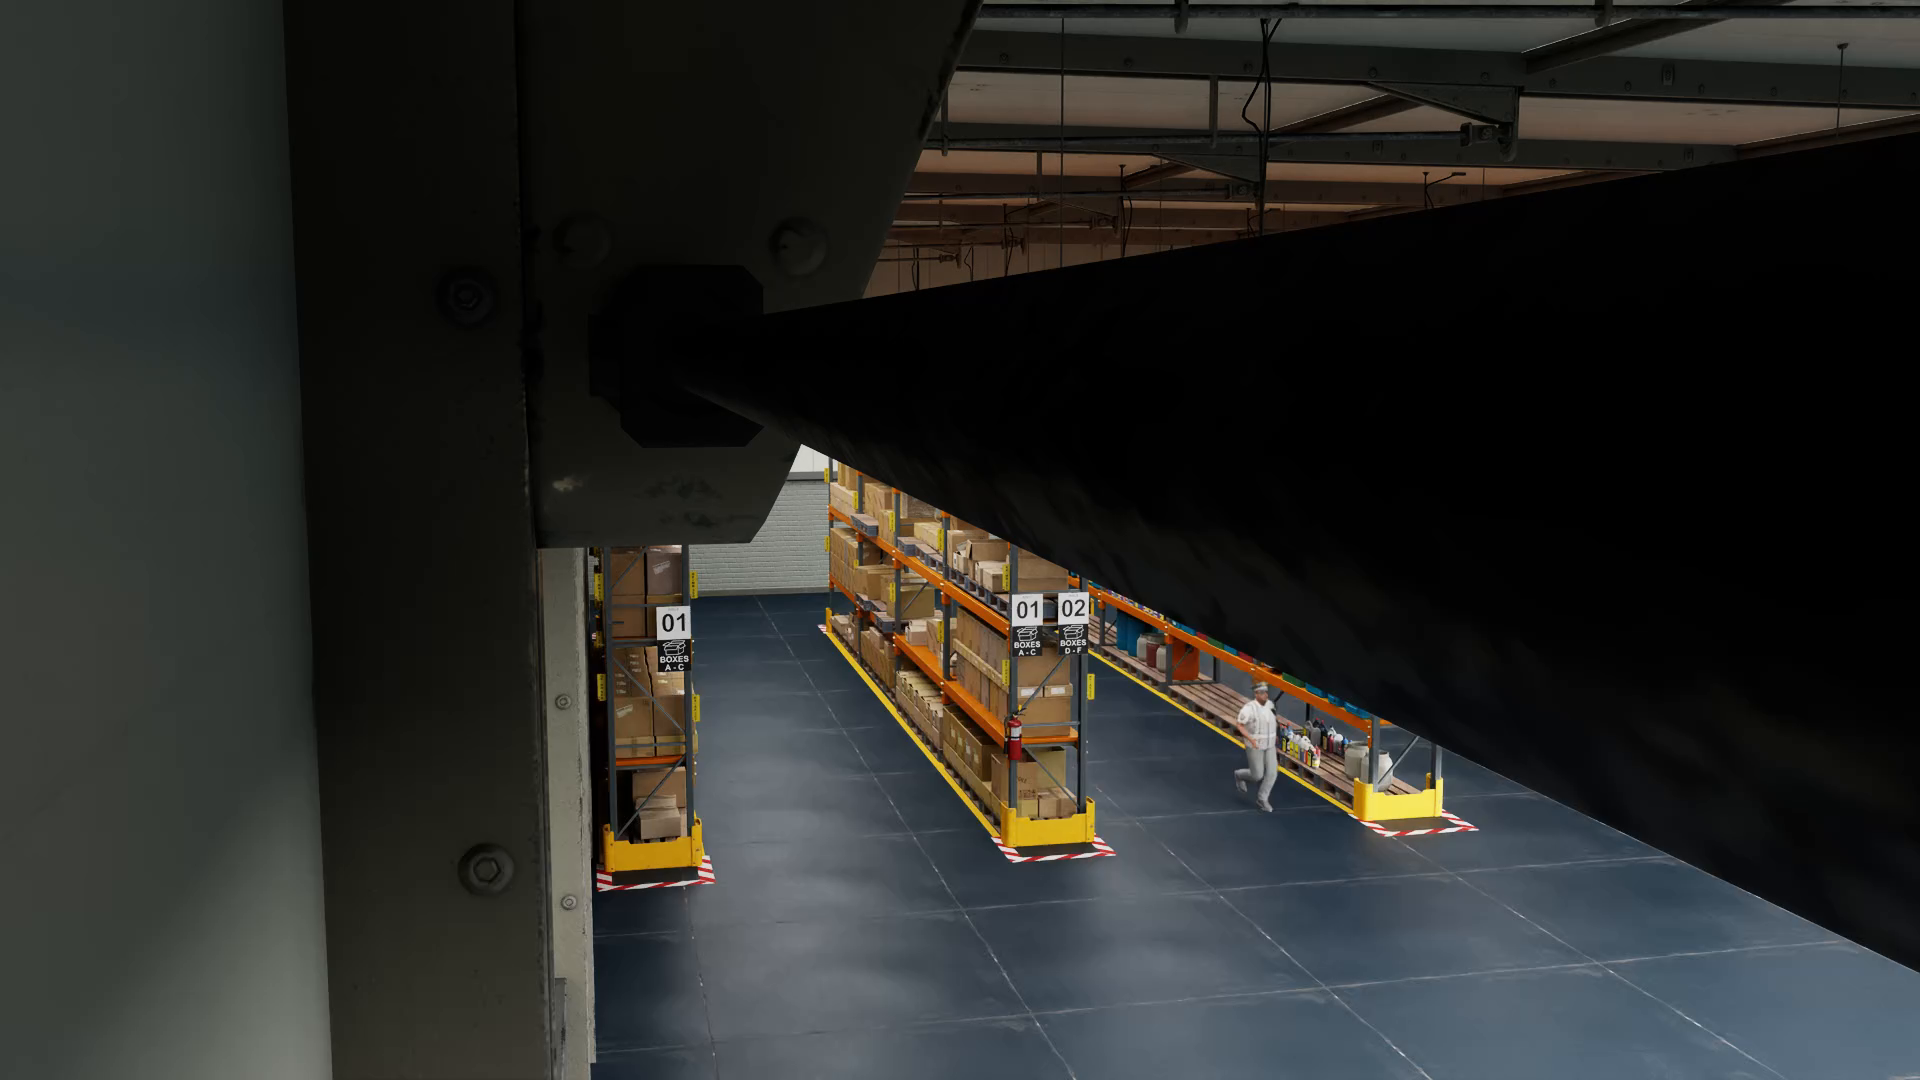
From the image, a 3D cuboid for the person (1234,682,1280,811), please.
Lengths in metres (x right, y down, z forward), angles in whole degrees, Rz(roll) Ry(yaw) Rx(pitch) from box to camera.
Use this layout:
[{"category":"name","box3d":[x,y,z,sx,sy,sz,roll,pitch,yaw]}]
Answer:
[{"category":"person","box3d":[4.084,2.786,22.768,0.671,1.764,0.710,-3,7,-25]}]
